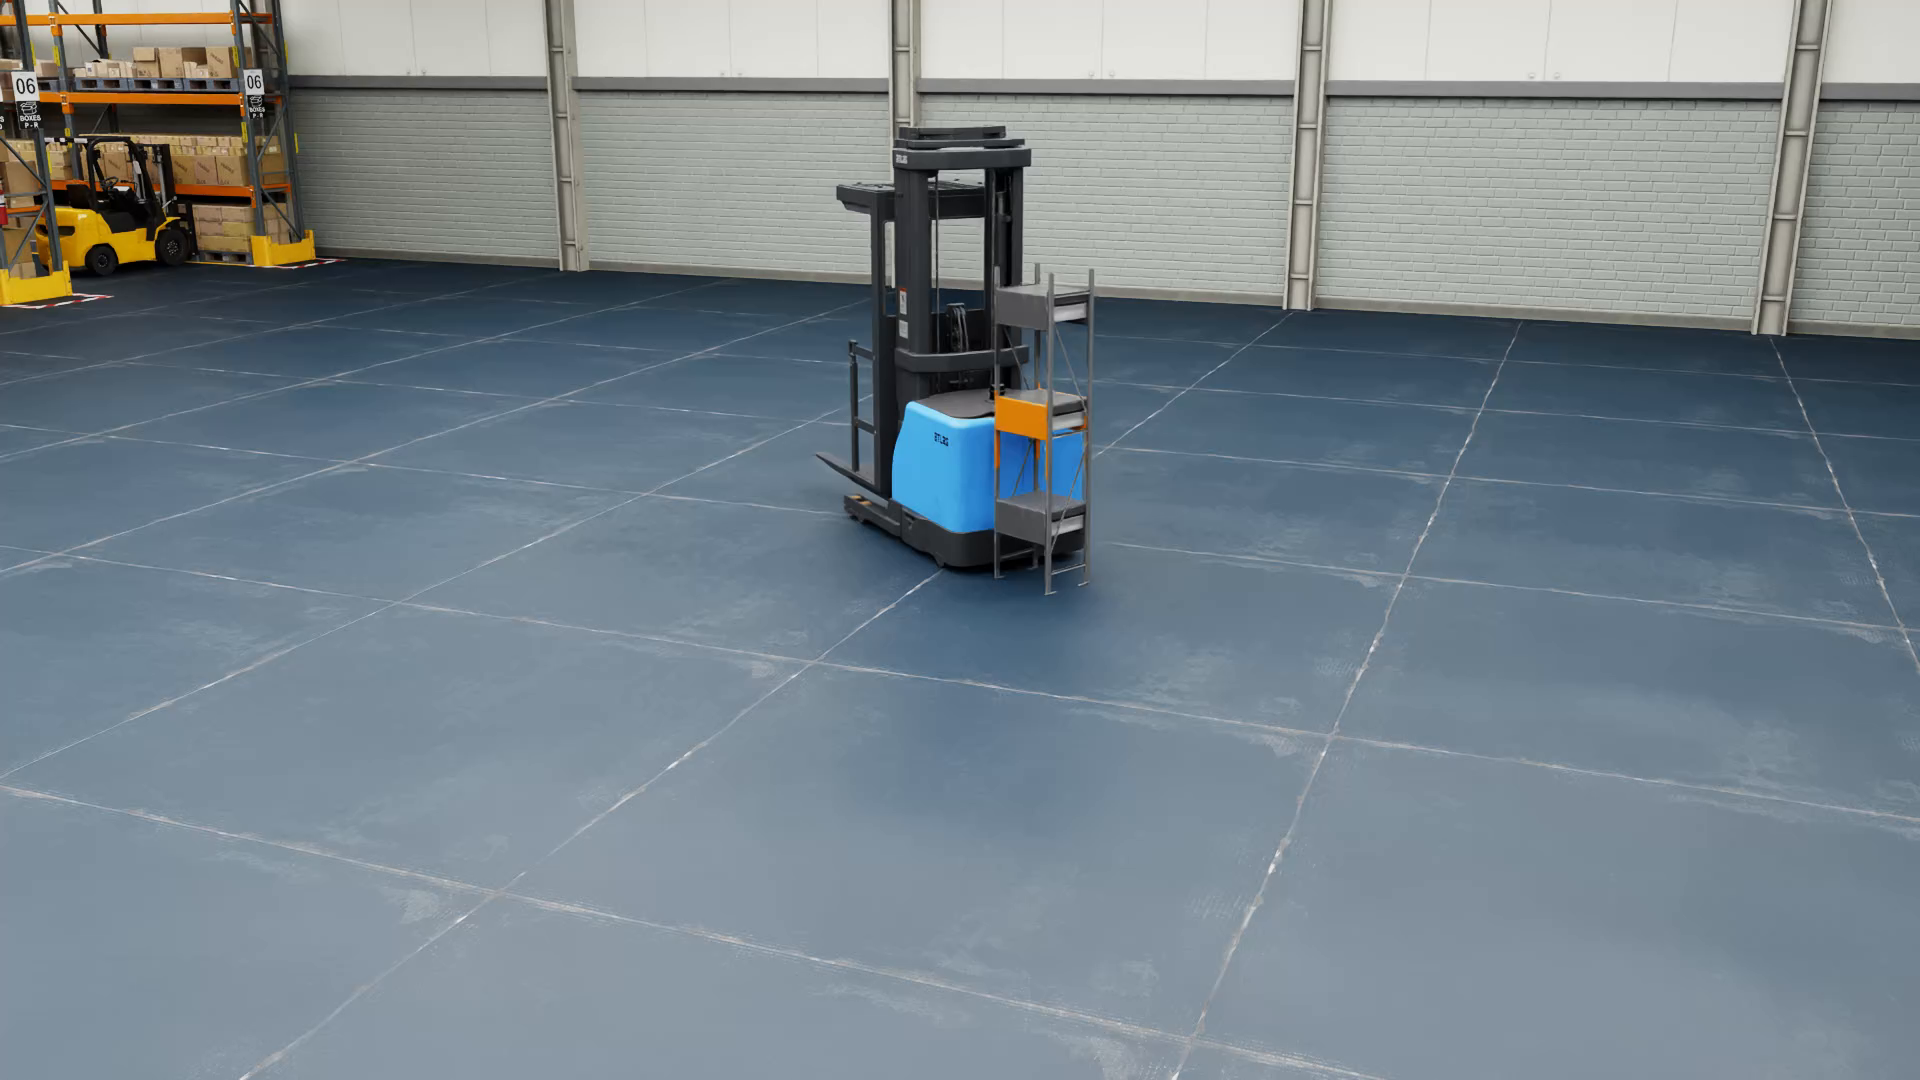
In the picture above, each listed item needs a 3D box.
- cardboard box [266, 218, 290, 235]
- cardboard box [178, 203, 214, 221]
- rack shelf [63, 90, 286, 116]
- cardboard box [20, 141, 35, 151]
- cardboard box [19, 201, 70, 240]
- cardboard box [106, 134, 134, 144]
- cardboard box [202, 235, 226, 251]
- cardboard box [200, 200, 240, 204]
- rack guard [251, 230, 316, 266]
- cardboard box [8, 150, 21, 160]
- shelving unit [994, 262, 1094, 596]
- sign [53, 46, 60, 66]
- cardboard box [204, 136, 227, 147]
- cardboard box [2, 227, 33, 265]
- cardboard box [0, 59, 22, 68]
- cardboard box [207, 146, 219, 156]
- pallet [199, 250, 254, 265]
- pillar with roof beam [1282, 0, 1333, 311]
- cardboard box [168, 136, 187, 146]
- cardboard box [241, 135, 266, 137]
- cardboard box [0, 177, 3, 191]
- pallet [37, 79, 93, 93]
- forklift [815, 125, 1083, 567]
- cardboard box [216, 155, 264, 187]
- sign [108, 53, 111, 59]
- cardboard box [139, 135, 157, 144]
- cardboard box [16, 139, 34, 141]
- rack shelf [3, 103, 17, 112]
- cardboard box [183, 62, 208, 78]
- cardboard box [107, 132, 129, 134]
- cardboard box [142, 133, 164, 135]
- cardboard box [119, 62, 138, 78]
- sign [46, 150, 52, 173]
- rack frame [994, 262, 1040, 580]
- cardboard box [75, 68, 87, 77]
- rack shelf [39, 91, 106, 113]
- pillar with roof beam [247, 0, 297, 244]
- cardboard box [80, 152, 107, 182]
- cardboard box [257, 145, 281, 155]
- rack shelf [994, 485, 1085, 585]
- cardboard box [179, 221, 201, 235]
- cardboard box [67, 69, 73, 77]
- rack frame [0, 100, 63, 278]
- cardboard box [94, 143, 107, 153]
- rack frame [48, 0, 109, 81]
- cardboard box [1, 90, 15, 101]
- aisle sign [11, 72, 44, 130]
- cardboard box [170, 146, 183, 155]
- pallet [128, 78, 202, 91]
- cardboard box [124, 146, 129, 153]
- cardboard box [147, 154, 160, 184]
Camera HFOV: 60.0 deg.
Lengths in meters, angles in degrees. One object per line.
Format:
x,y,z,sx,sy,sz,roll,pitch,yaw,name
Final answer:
-12.022,-5.460,28.884,0.500,0.250,0.500,7,17,22,cardboard box
-13.154,-5.664,28.690,0.500,0.250,0.500,7,17,21,cardboard box
-13.522,-7.537,28.665,4.000,0.370,1.077,6,17,21,rack shelf
-16.530,-7.036,29.687,0.250,0.149,0.380,6,17,19,cardboard box
-16.591,-5.839,30.414,0.625,0.625,0.875,6,17,20,cardboard box
-14.678,-7.012,29.071,0.250,0.149,0.380,6,17,20,cardboard box
-12.673,-5.138,28.670,0.500,0.250,0.500,6,17,21,cardboard box
-12.966,-5.801,29.160,0.500,0.250,0.500,6,17,20,cardboard box
-11.639,-5.034,28.618,0.348,0.500,1.175,6,17,21,rack guard
-16.887,-6.903,29.943,0.500,0.250,0.500,7,17,22,cardboard box
0.544,-0.730,10.912,0.431,2.100,0.503,-14,21,-40,shelving unit
-15.572,-8.345,28.665,0.005,0.325,0.100,6,17,21,sign
-12.566,-6.758,28.197,0.250,0.149,0.380,7,17,22,cardboard box
-14.150,-4.347,24.602,0.500,0.500,0.500,6,17,19,cardboard box
-16.859,-8.383,29.517,0.500,0.311,0.500,6,17,19,cardboard box
-12.554,-6.620,28.255,0.250,0.149,0.380,7,17,22,cardboard box
-12.388,-4.965,28.899,1.213,0.211,1.003,6,17,21,pallet
3.187,-6.465,18.303,0.400,9.000,9.100,6,17,21,pillar with roof beam
-13.296,-6.826,28.430,0.250,0.149,0.380,7,17,22,cardboard box
-12.120,-6.873,28.591,0.250,0.149,0.380,7,18,23,cardboard box
-14.085,-5.124,23.732,0.500,0.500,0.500,6,17,20,cardboard box
-16.207,-8.082,29.595,1.217,0.209,0.805,6,17,18,pallet
-0.237,-1.588,12.387,1.130,2.935,3.031,-8,18,-25,forklift
-12.215,-6.267,28.203,0.500,0.500,0.500,6,17,19,cardboard box
-15.180,-8.517,29.682,0.005,0.325,0.100,6,17,21,sign
-13.967,-6.928,28.781,0.250,0.149,0.380,6,17,20,cardboard box
-17.032,-7.265,30.477,0.250,0.149,0.380,6,17,21,cardboard box
-15.339,-6.249,24.229,4.000,0.370,1.077,6,17,21,rack shelf
-12.779,-7.895,27.916,0.258,0.266,0.396,6,17,21,cardboard box
-14.974,-7.194,29.699,0.250,0.149,0.380,6,17,21,cardboard box
-14.249,-7.125,29.460,0.250,0.149,0.380,6,17,20,cardboard box
-14.113,-8.041,28.421,0.258,0.266,0.396,6,17,19,cardboard box
-13.280,-5.506,24.206,0.005,0.325,0.100,6,17,21,sign
0.379,-0.778,11.086,0.400,2.100,0.015,-14,21,-40,rack frame
-15.076,-8.091,28.802,0.250,0.149,0.380,7,17,22,cardboard box
-17.243,-7.946,30.074,4.000,0.370,1.077,6,17,21,rack shelf
-13.558,-8.307,24.646,0.400,9.000,9.100,6,17,21,pillar with roof beam
-15.065,-6.581,29.284,0.500,0.500,0.500,6,17,19,cardboard box
-11.882,-6.699,28.525,0.250,0.149,0.380,6,17,19,cardboard box
0.548,-0.043,11.107,0.431,0.518,0.480,-14,21,-40,rack shelf
-13.179,-5.429,28.775,0.500,0.250,0.500,6,17,19,cardboard box
-16.100,-8.354,29.706,0.250,0.149,0.380,6,17,21,cardboard box
-13.479,-4.949,23.842,0.127,3.000,1.000,6,17,21,rack frame
-14.941,-6.879,29.146,0.250,0.149,0.380,7,17,22,cardboard box
-15.382,-9.527,28.851,0.127,3.000,1.000,6,17,21,rack frame
-13.668,-6.387,23.866,0.250,0.149,0.380,6,17,21,cardboard box
-13.308,-6.272,23.735,0.004,0.787,0.394,6,17,21,aisle sign
-13.289,-6.684,28.476,0.250,0.149,0.380,6,17,21,cardboard box
-13.448,-7.839,28.573,1.213,0.211,1.003,6,17,21,pallet
-14.242,-6.788,28.832,0.250,0.149,0.380,6,17,20,cardboard box
-13.643,-6.424,28.741,0.500,0.500,0.500,6,17,21,cardboard box
